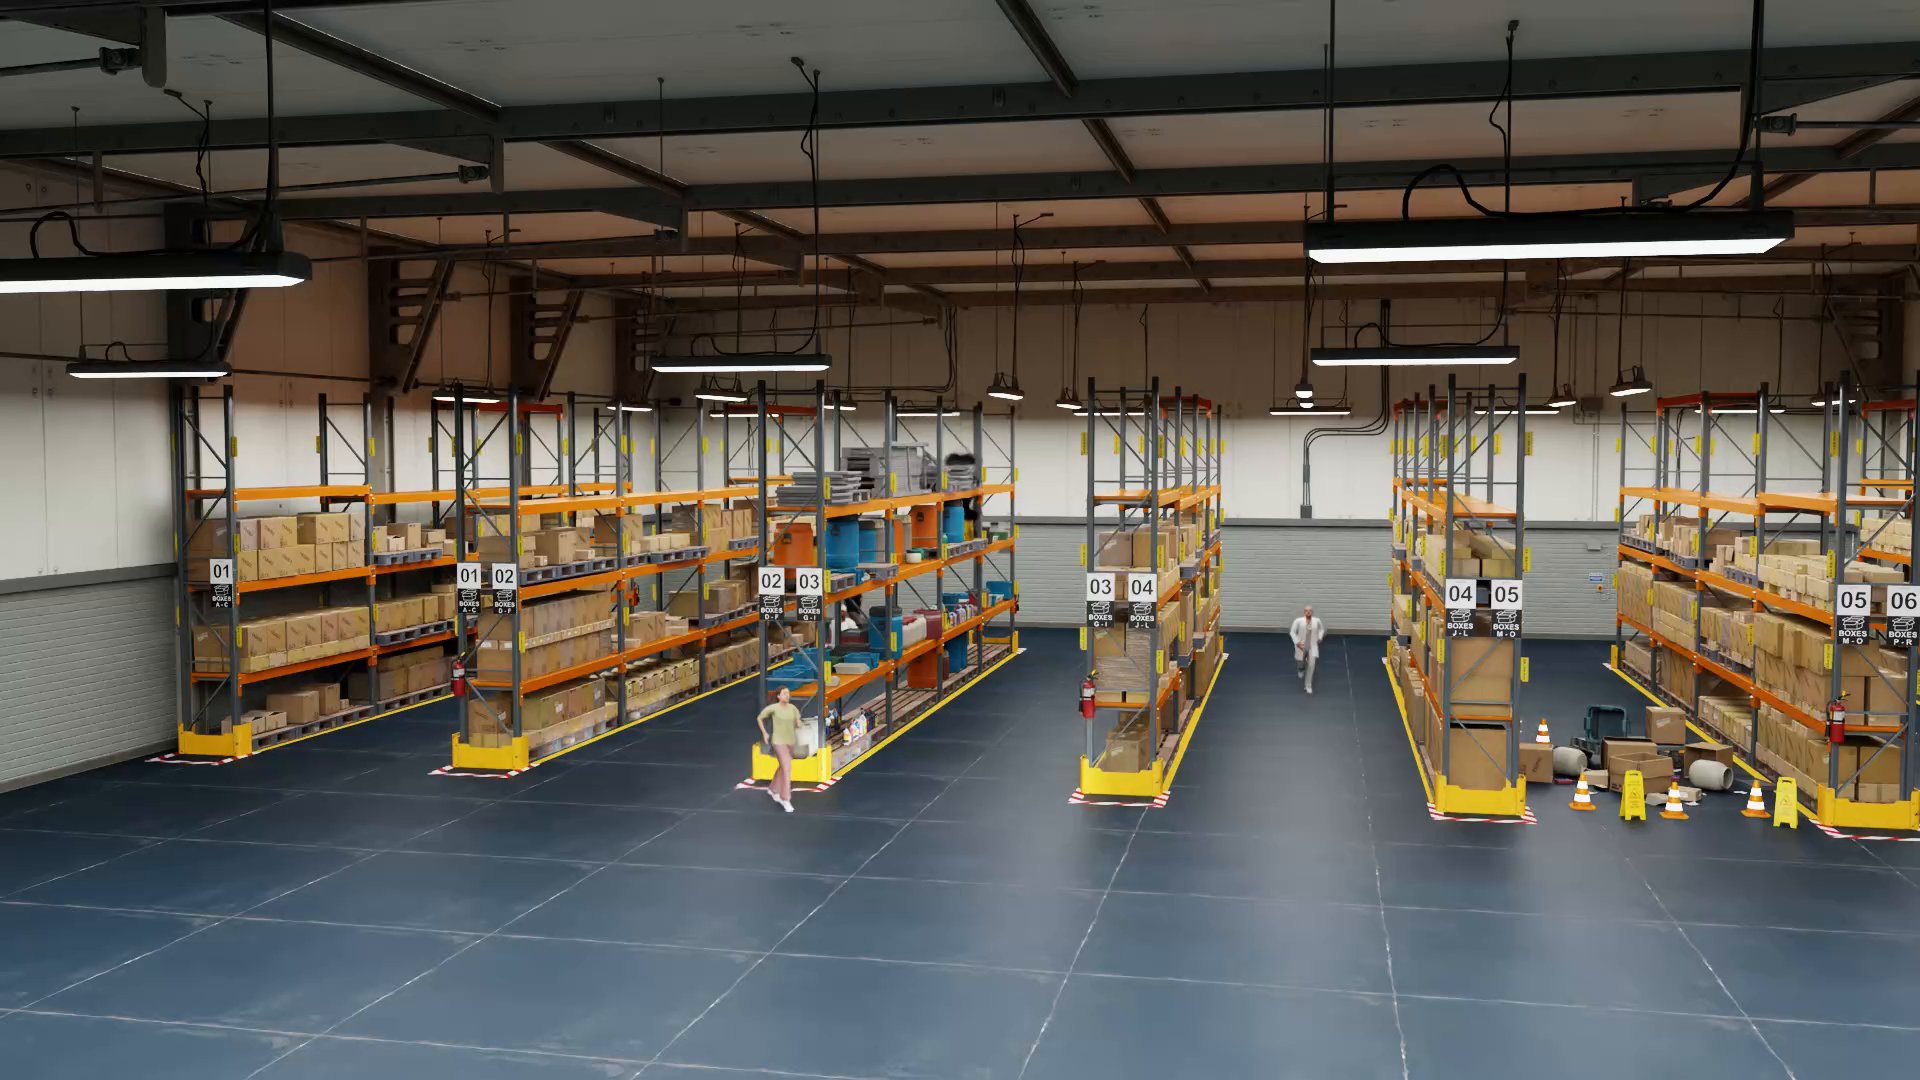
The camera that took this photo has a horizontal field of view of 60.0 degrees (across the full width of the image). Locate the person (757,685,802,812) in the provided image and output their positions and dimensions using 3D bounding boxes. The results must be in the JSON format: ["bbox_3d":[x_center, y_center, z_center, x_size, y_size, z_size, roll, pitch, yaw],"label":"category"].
[{"bbox_3d":[-2.468,2.863,23.087,0.548,1.714,0.756,-3,4,-43],"label":"person"}]

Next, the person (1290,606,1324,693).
[{"bbox_3d":[7.164,2.236,34.314,0.702,1.759,1.011,1,3,10],"label":"person"}]

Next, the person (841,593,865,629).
[{"bbox_3d":[-2.693,1.803,42.238,0.959,1.690,0.758,3,4,41],"label":"person"}]

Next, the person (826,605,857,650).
[{"bbox_3d":[-2.406,2.202,33.752,0.692,1.782,0.920,1,3,14],"label":"person"}]
